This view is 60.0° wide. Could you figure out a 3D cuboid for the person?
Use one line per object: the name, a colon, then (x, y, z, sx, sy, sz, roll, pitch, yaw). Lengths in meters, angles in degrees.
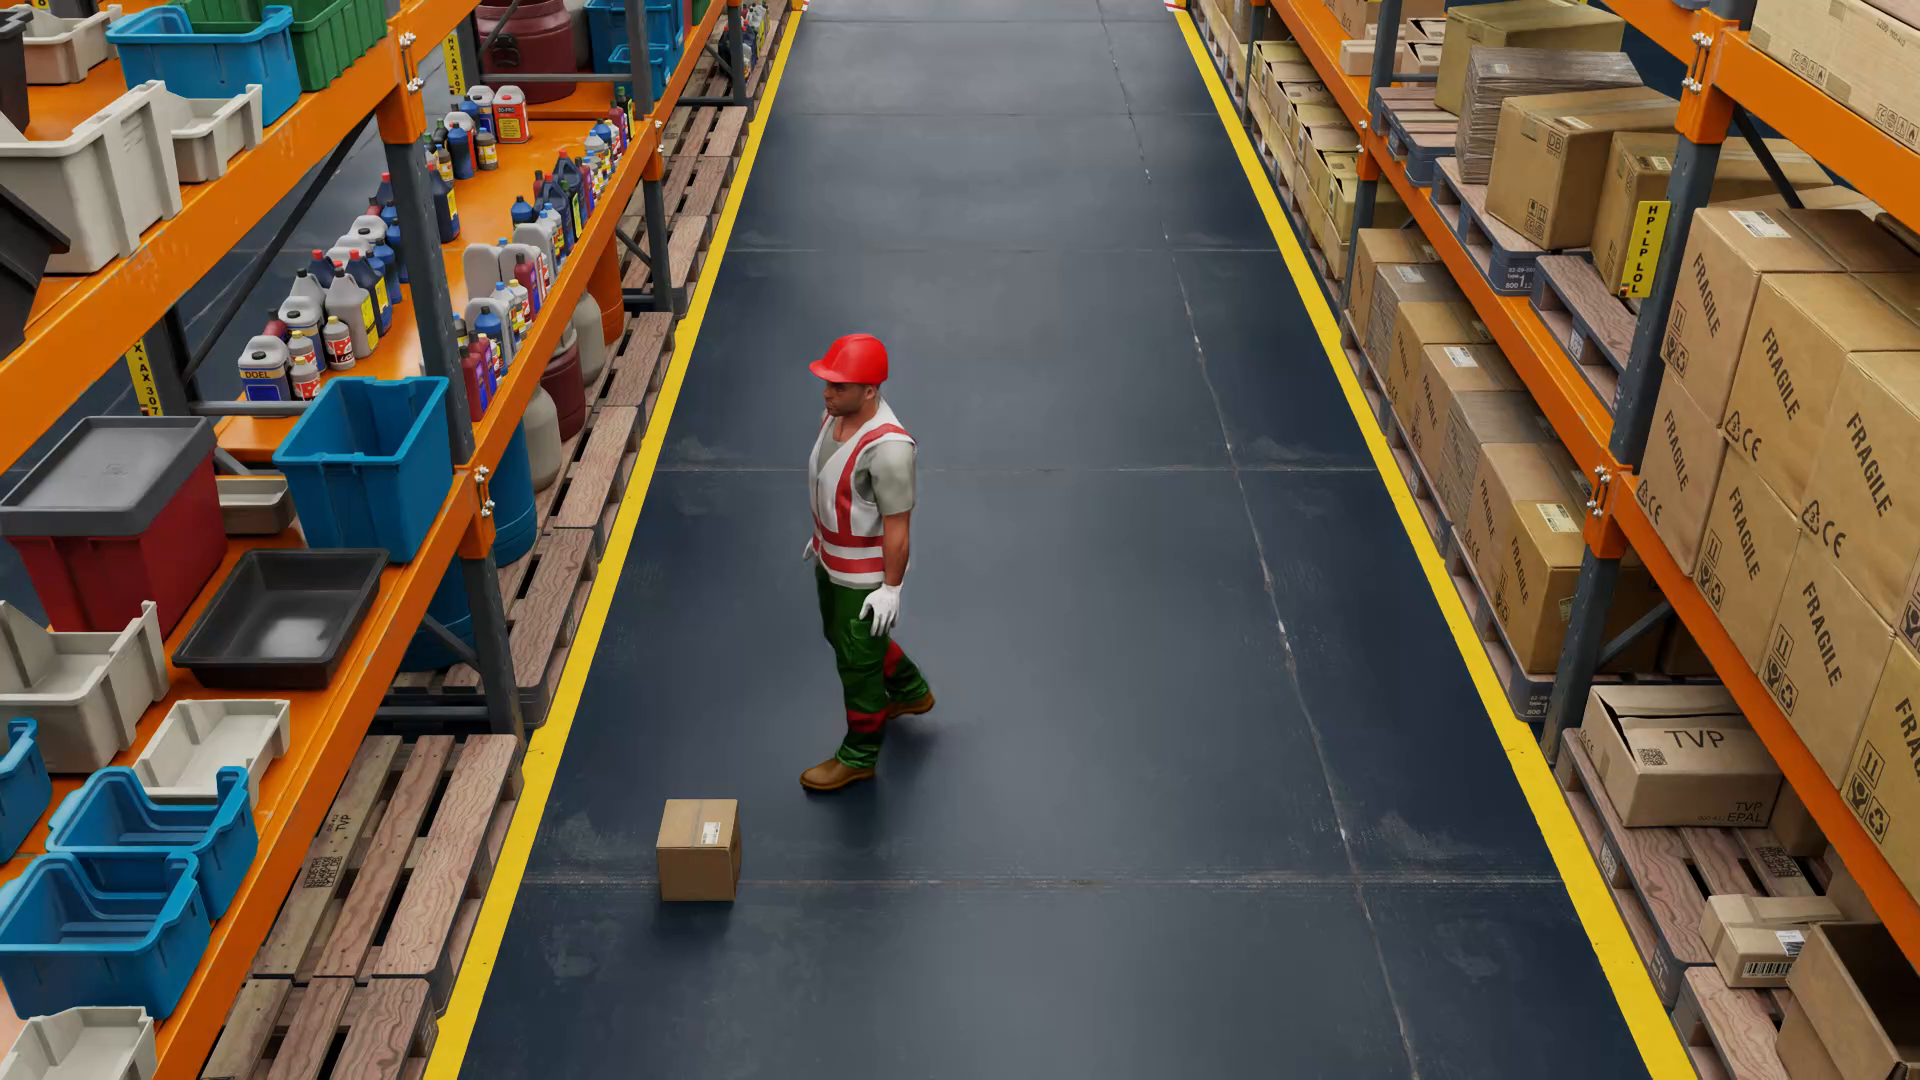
person: (-0.342, 0.080, 5.962, 0.621, 1.796, 0.560, -13, 33, -20)
